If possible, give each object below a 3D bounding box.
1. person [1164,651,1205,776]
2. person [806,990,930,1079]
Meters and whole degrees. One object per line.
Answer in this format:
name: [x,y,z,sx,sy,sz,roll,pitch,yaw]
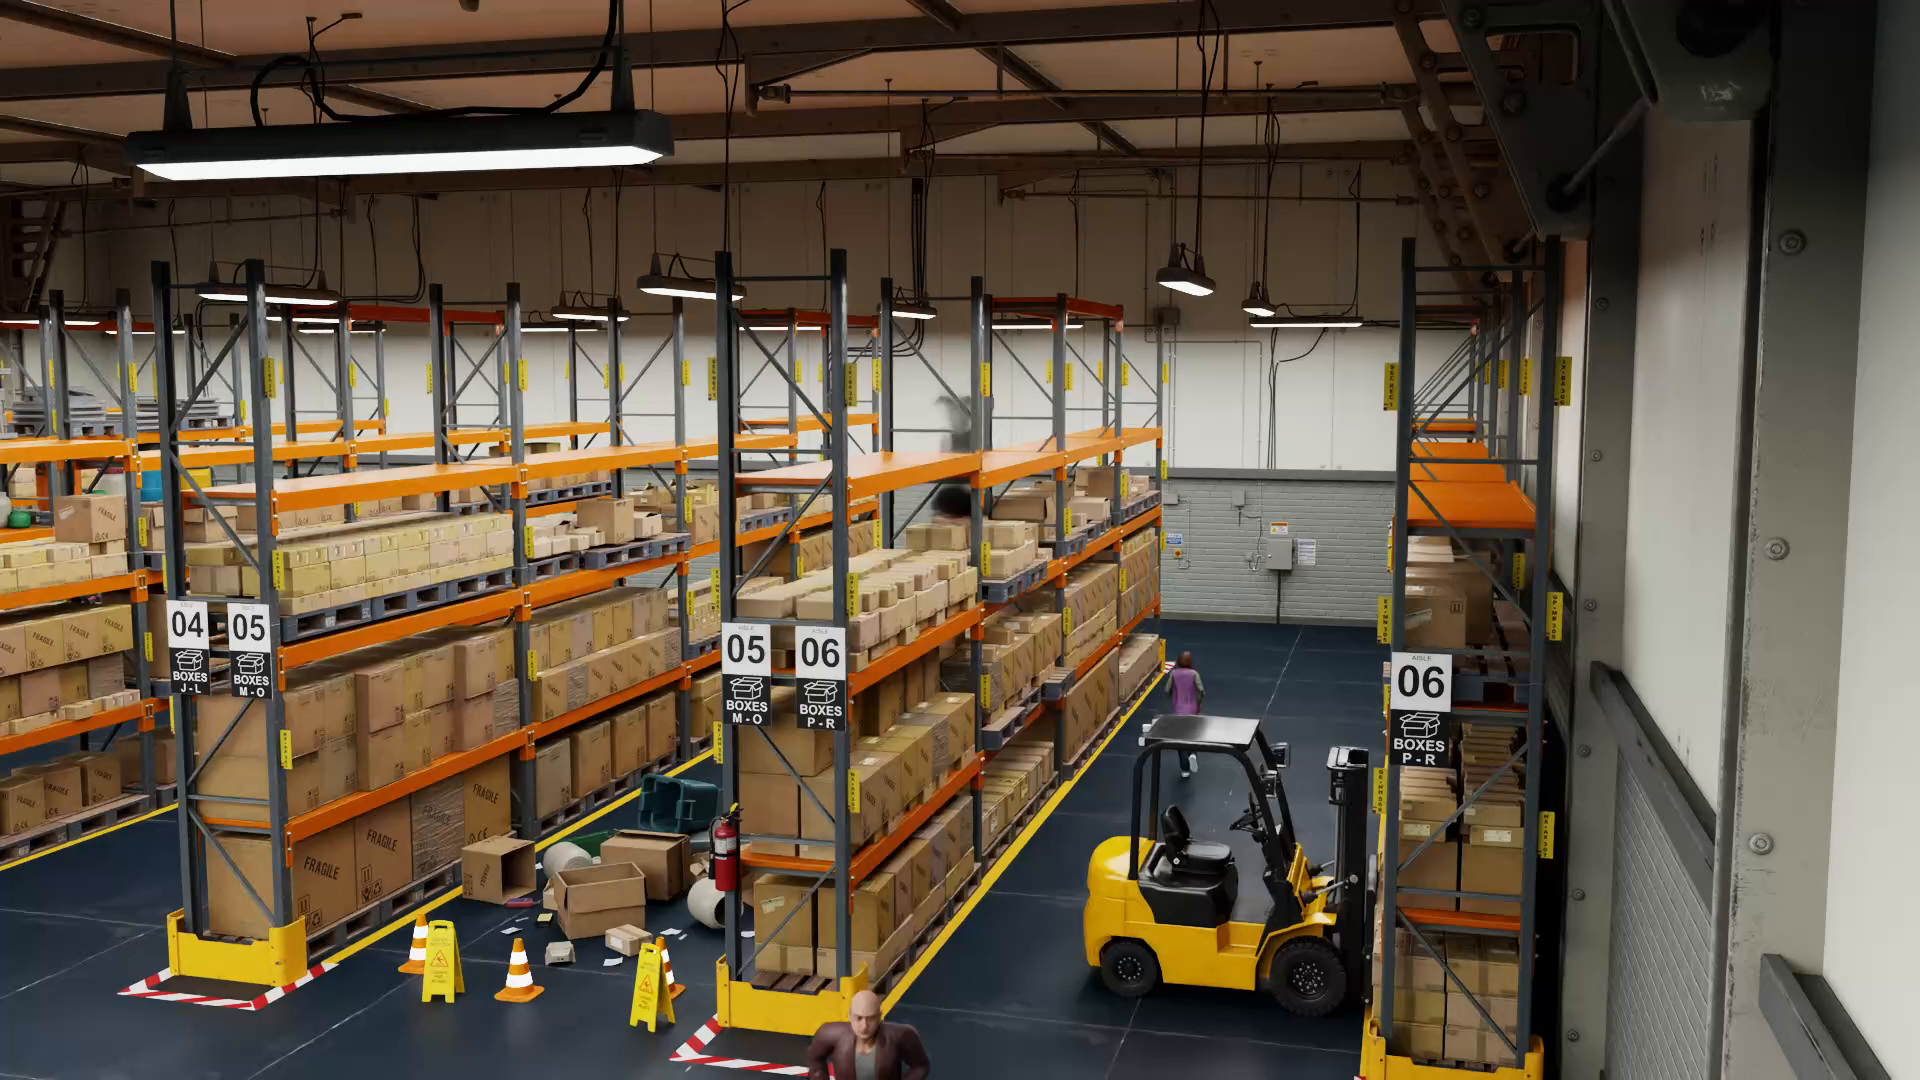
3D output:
person: [2.838,2.173,20.977,0.521,1.567,0.541,1,6,12]
person: [-0.530,3.329,9.594,0.708,1.720,0.832,0,6,-3]
